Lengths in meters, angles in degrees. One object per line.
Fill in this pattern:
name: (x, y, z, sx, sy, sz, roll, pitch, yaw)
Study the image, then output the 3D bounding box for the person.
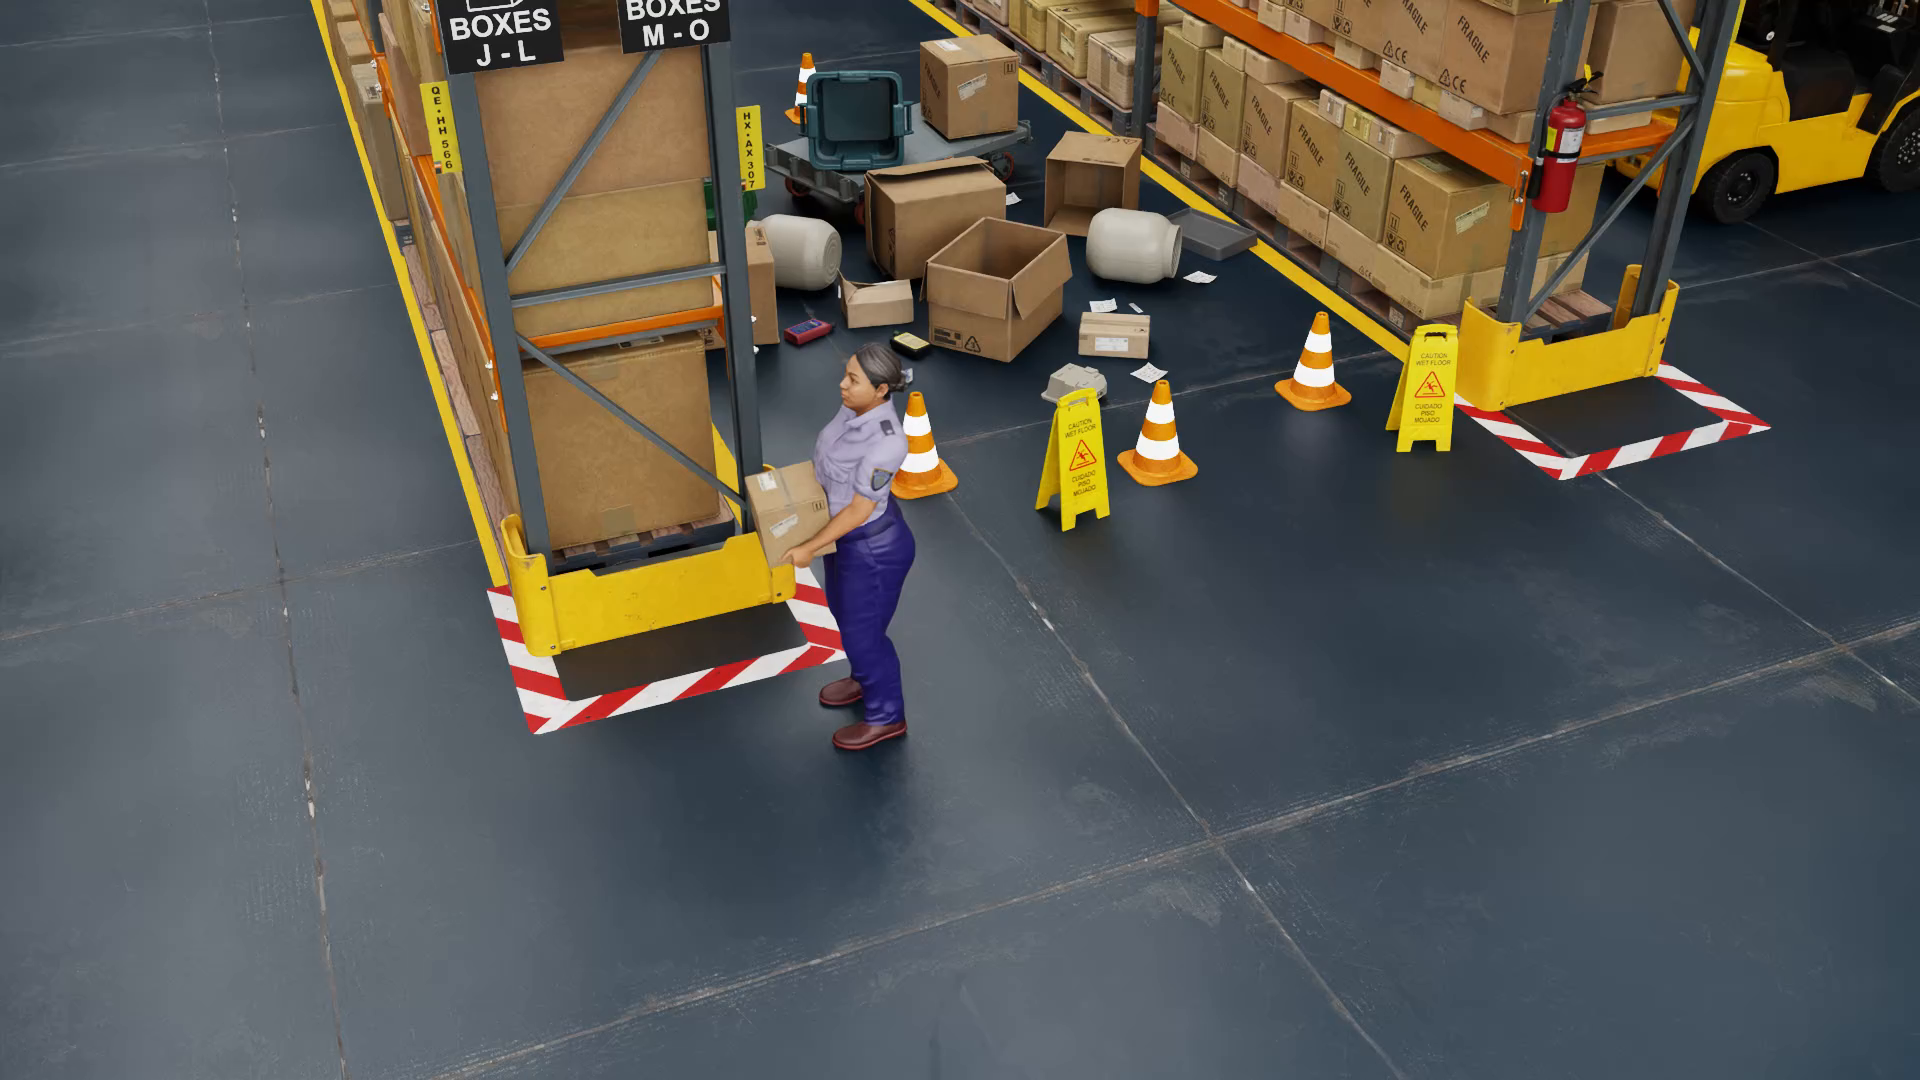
person: (-0.432, 0.027, 6.125, 0.517, 1.637, 0.453, -9, 35, -14)
